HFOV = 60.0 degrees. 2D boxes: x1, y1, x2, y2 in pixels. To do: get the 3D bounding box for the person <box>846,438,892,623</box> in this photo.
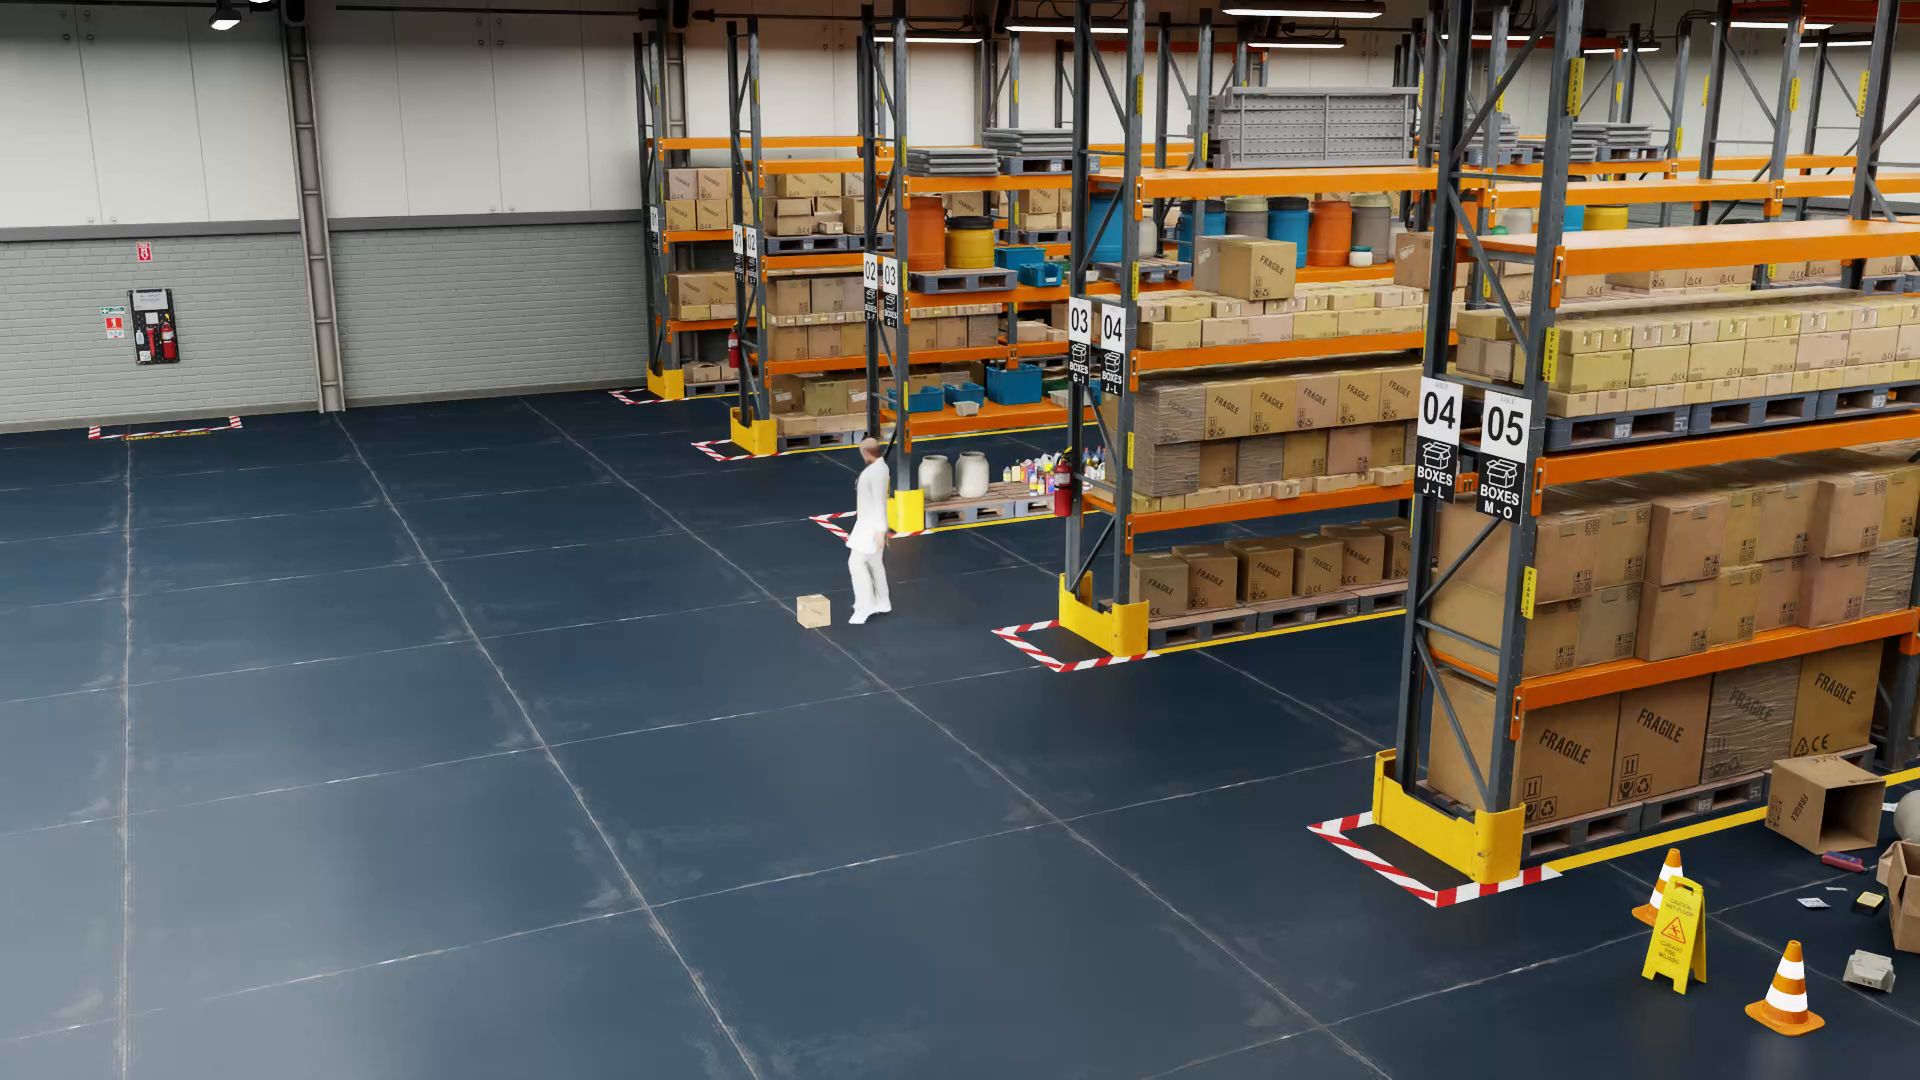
[{"bbox_3d":[-0.895,-0.087,16.296,0.428,1.845,0.621,0,15,0],"label":"person"}]
